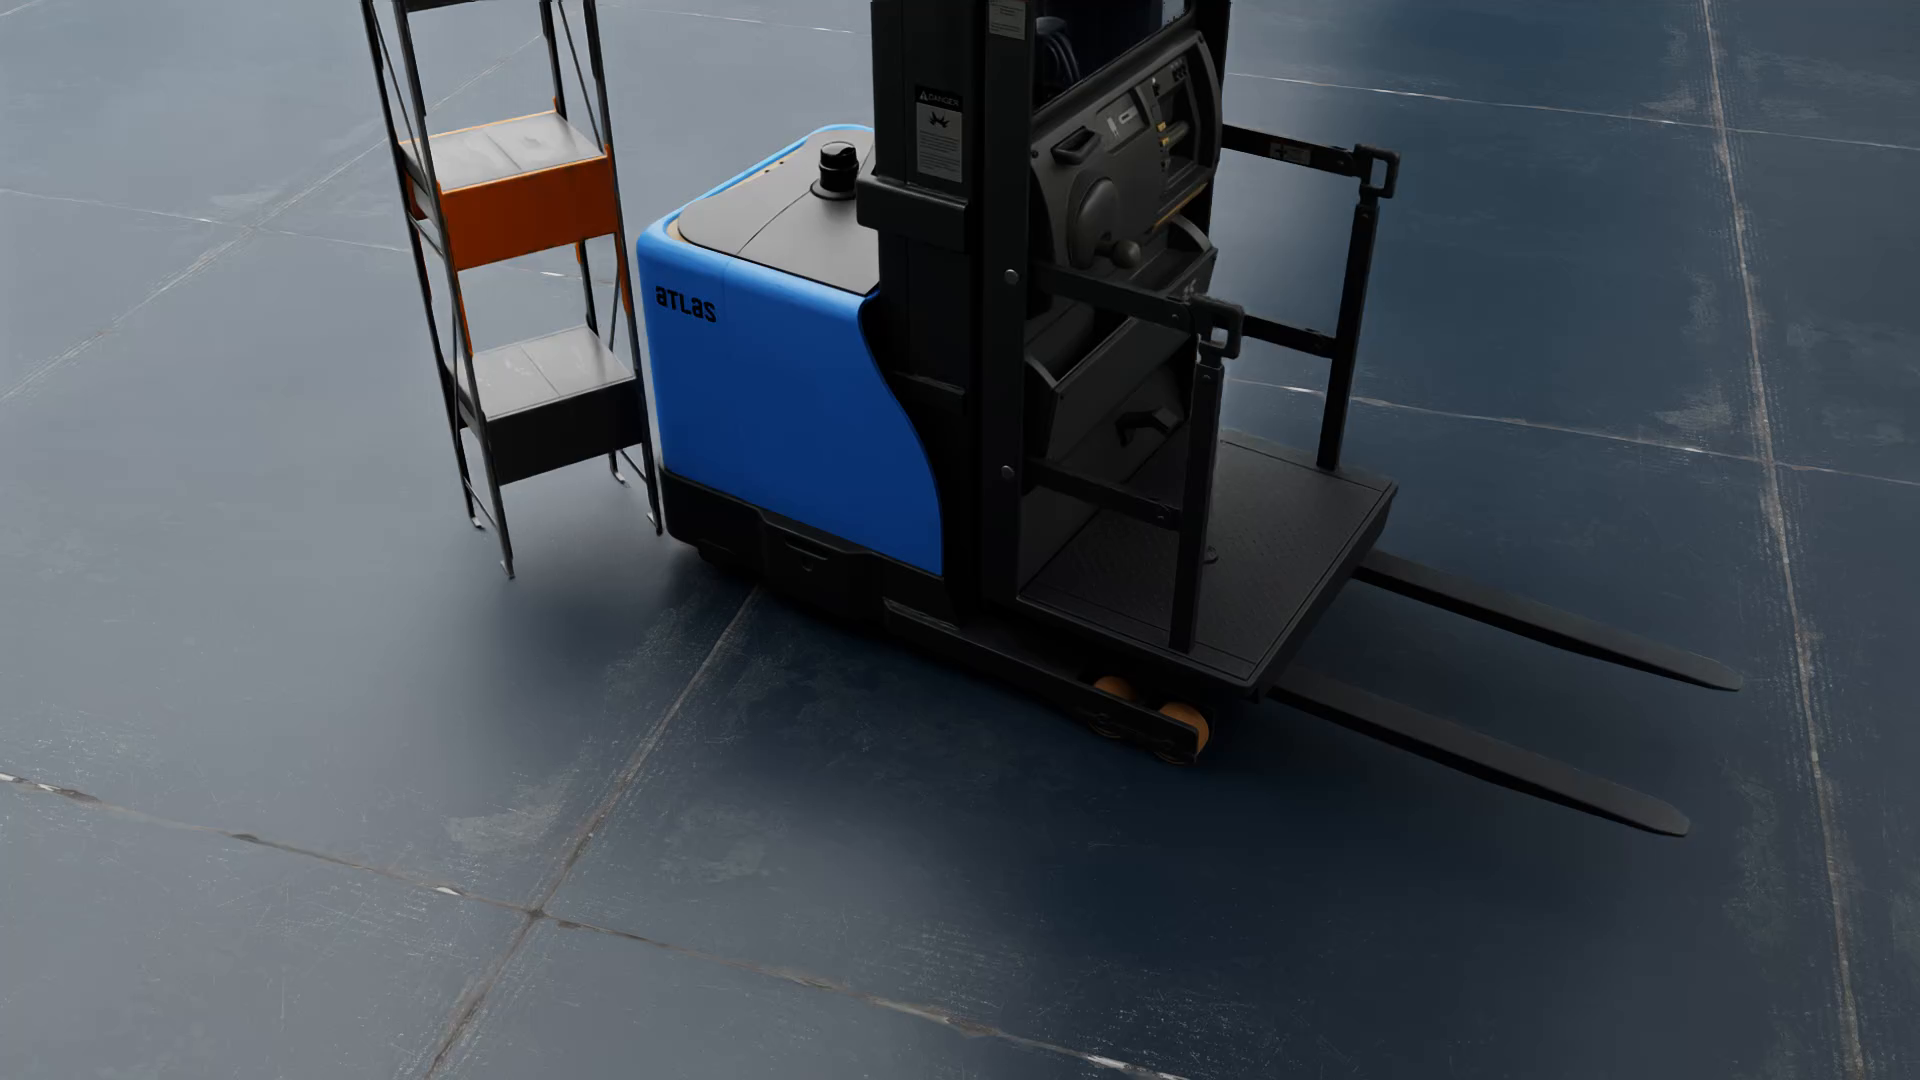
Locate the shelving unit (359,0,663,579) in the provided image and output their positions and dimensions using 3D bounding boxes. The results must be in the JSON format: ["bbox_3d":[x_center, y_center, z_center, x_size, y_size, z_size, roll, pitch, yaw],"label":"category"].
[{"bbox_3d":[-1.264,-0.906,4.707,0.503,2.100,0.431,-20,41,-25],"label":"shelving unit"}]

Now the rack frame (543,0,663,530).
[{"bbox_3d":[-1.057,-0.981,4.811,0.015,2.100,0.400,-20,41,-25],"label":"rack frame"}]

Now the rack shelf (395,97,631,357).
[{"bbox_3d":[-1.265,-0.895,4.715,0.480,0.518,0.431,-20,41,-25],"label":"rack shelf"}]

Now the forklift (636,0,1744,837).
[{"bbox_3d":[0.604,-0.944,4.060,3.031,2.935,1.130,20,41,25],"label":"forklift"}]

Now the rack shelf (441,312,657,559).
[{"bbox_3d":[-1.265,-0.329,5.128,0.480,0.518,0.431,-20,41,-25],"label":"rack shelf"}]

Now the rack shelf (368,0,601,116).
[{"bbox_3d":[-1.264,-1.460,4.302,0.480,0.518,0.431,-20,41,-25],"label":"rack shelf"}]

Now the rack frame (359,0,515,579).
[{"bbox_3d":[-1.472,-0.830,4.603,0.015,2.100,0.400,-20,41,-25],"label":"rack frame"}]
